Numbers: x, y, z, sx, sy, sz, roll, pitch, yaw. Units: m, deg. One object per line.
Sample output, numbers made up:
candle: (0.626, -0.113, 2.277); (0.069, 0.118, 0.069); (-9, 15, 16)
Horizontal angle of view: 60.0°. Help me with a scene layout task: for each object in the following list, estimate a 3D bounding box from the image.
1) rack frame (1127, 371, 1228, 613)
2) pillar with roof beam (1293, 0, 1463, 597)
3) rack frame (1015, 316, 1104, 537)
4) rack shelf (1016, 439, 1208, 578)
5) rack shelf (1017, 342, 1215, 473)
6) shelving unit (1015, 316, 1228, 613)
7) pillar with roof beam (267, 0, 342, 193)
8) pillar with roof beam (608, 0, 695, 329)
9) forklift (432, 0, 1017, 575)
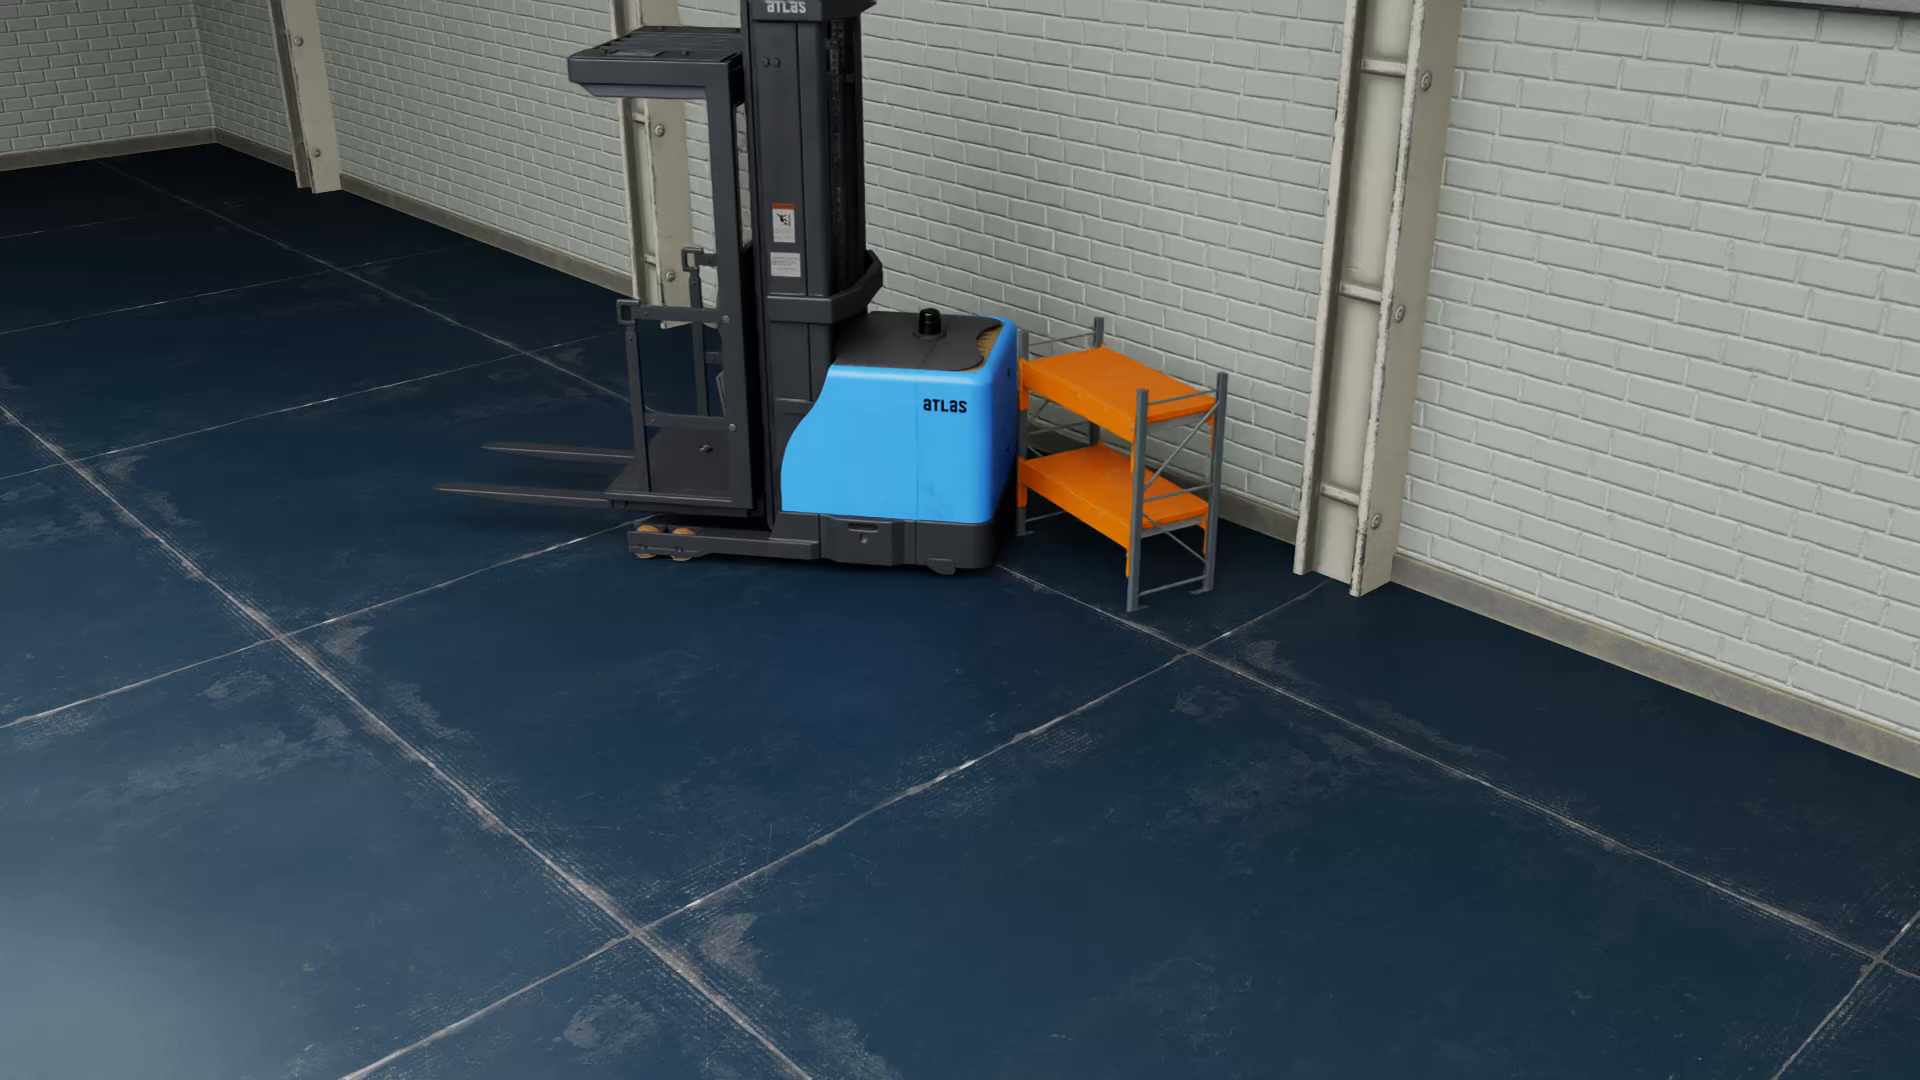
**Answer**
rack frame: (1.026, -0.218, 7.873); (0.500, 1.125, 0.032); (-14, 28, -27)
pillar with roof beam: (-1.217, -2.696, 3.818); (9.100, 9.000, 0.400); (-21, 32, -38)
rack frame: (0.517, -0.584, 8.674); (0.500, 1.125, 0.032); (-14, 28, -27)
rack shelf: (0.772, -0.178, 8.375); (0.538, 0.278, 1.000); (-14, 28, -27)
rack shelf: (0.772, -0.667, 8.152); (0.538, 0.278, 1.000); (-14, 28, -27)
shelving unit: (0.772, -0.401, 8.274); (0.538, 1.125, 1.048); (-14, 28, -27)
pillar with roof beam: (-9.419, -6.332, 11.787); (9.100, 9.000, 0.400); (-21, 32, -38)
pillar with roof beam: (-5.318, -4.514, 7.803); (9.100, 9.000, 0.400); (-21, 32, -38)
forklift: (-1.251, -1.436, 8.367); (3.031, 2.935, 1.130); (4, 25, 9)
